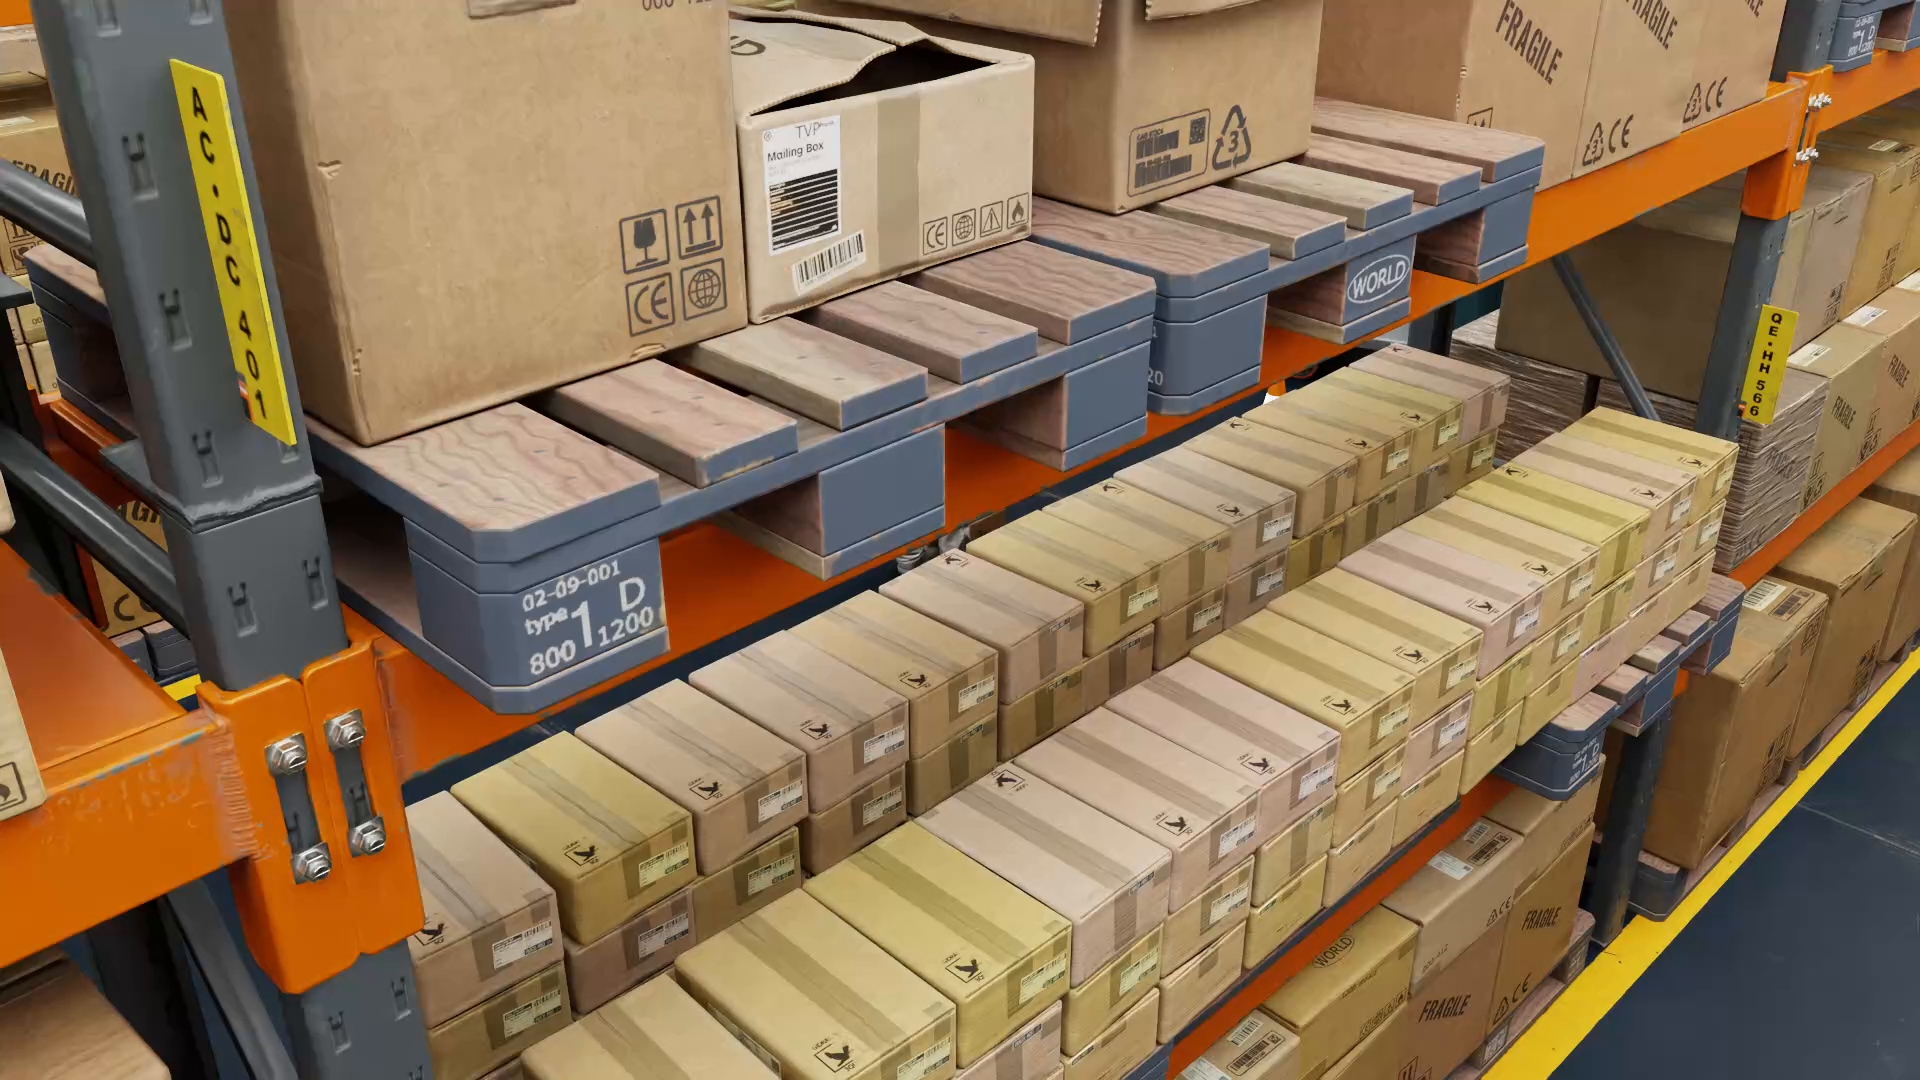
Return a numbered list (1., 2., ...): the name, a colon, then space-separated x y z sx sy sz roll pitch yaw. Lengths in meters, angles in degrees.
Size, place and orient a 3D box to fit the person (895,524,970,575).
1. person: -0.115 -0.633 7.325 0.616 1.772 0.452 23 35 36
